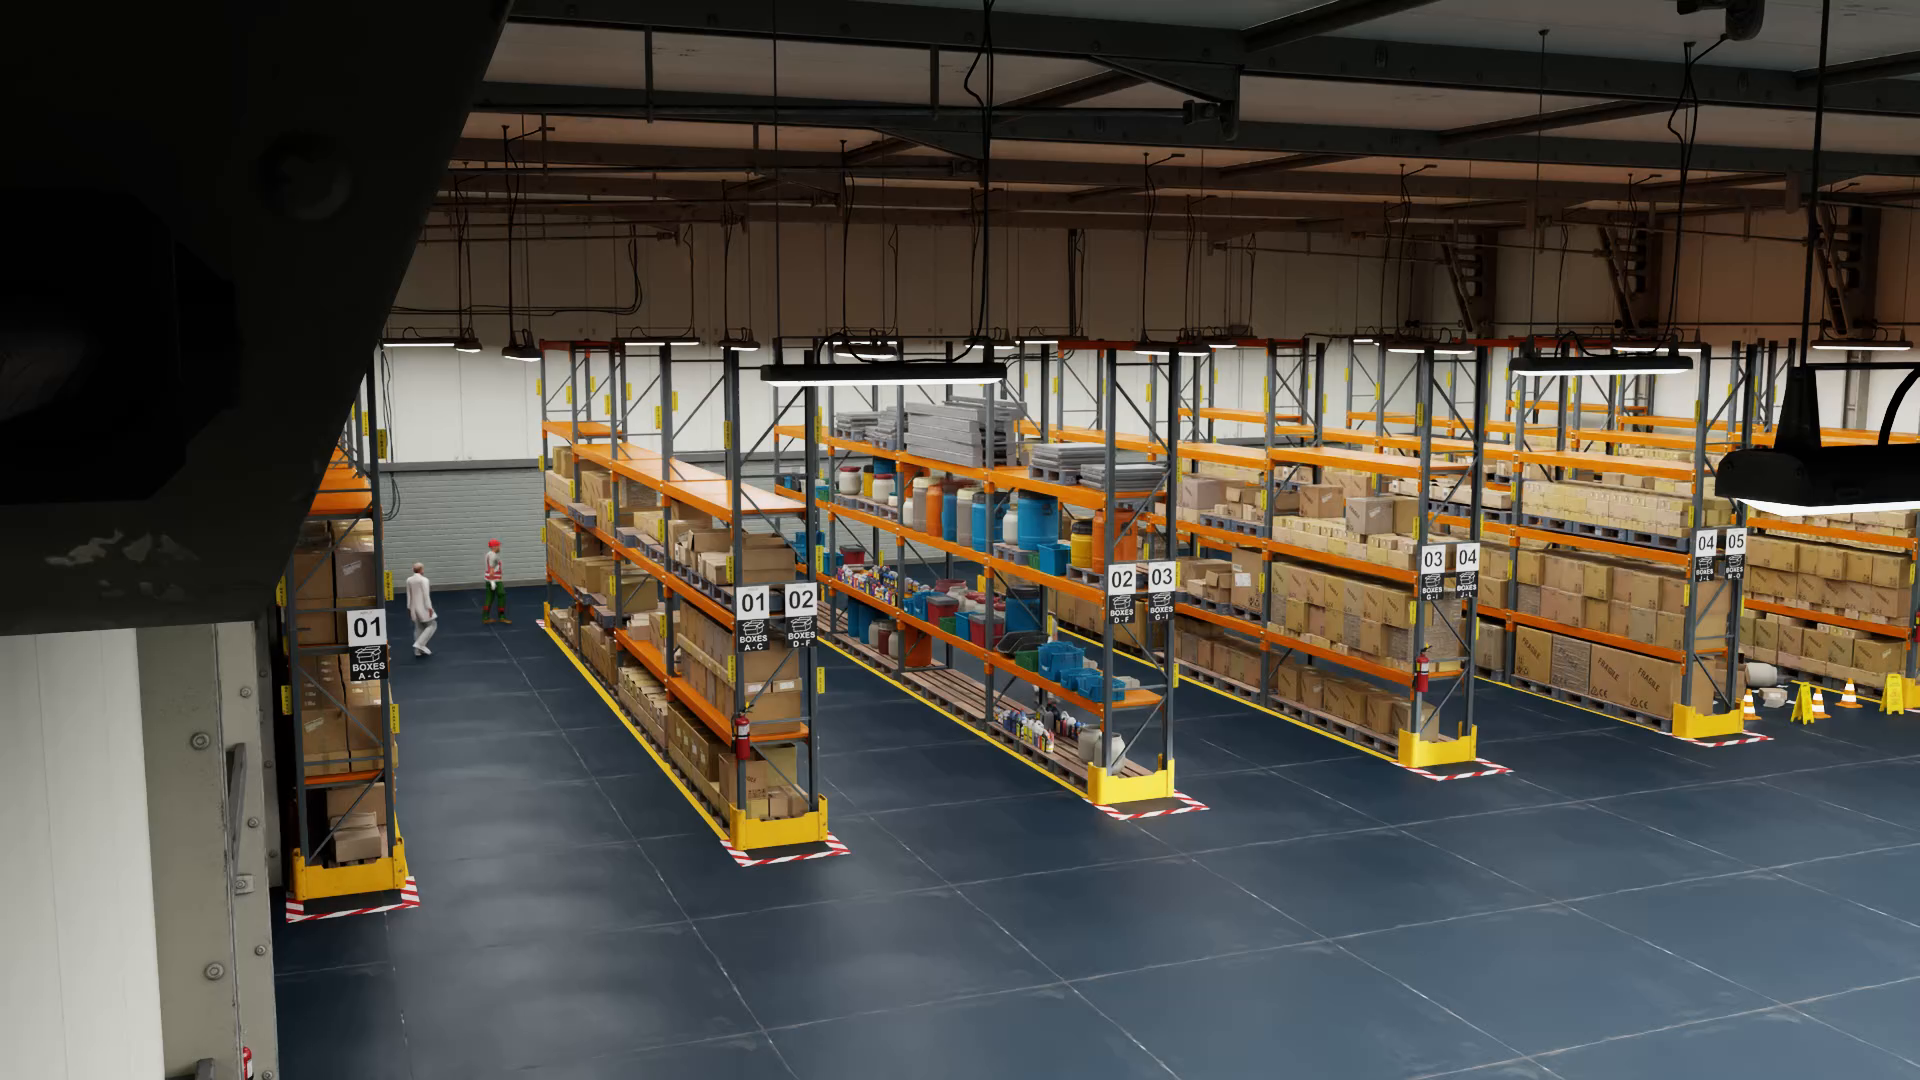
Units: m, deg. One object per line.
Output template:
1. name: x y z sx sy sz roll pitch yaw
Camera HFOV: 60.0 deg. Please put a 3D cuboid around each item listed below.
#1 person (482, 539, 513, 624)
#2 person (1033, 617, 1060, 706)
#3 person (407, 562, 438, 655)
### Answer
1. person: -9.830 0.885 35.152 0.617 1.808 0.567 -6 9 -37
2. person: 1.369 1.875 27.560 0.574 1.788 0.550 -2 8 -12
3. person: -10.337 1.321 31.781 0.627 1.779 0.565 4 9 30
